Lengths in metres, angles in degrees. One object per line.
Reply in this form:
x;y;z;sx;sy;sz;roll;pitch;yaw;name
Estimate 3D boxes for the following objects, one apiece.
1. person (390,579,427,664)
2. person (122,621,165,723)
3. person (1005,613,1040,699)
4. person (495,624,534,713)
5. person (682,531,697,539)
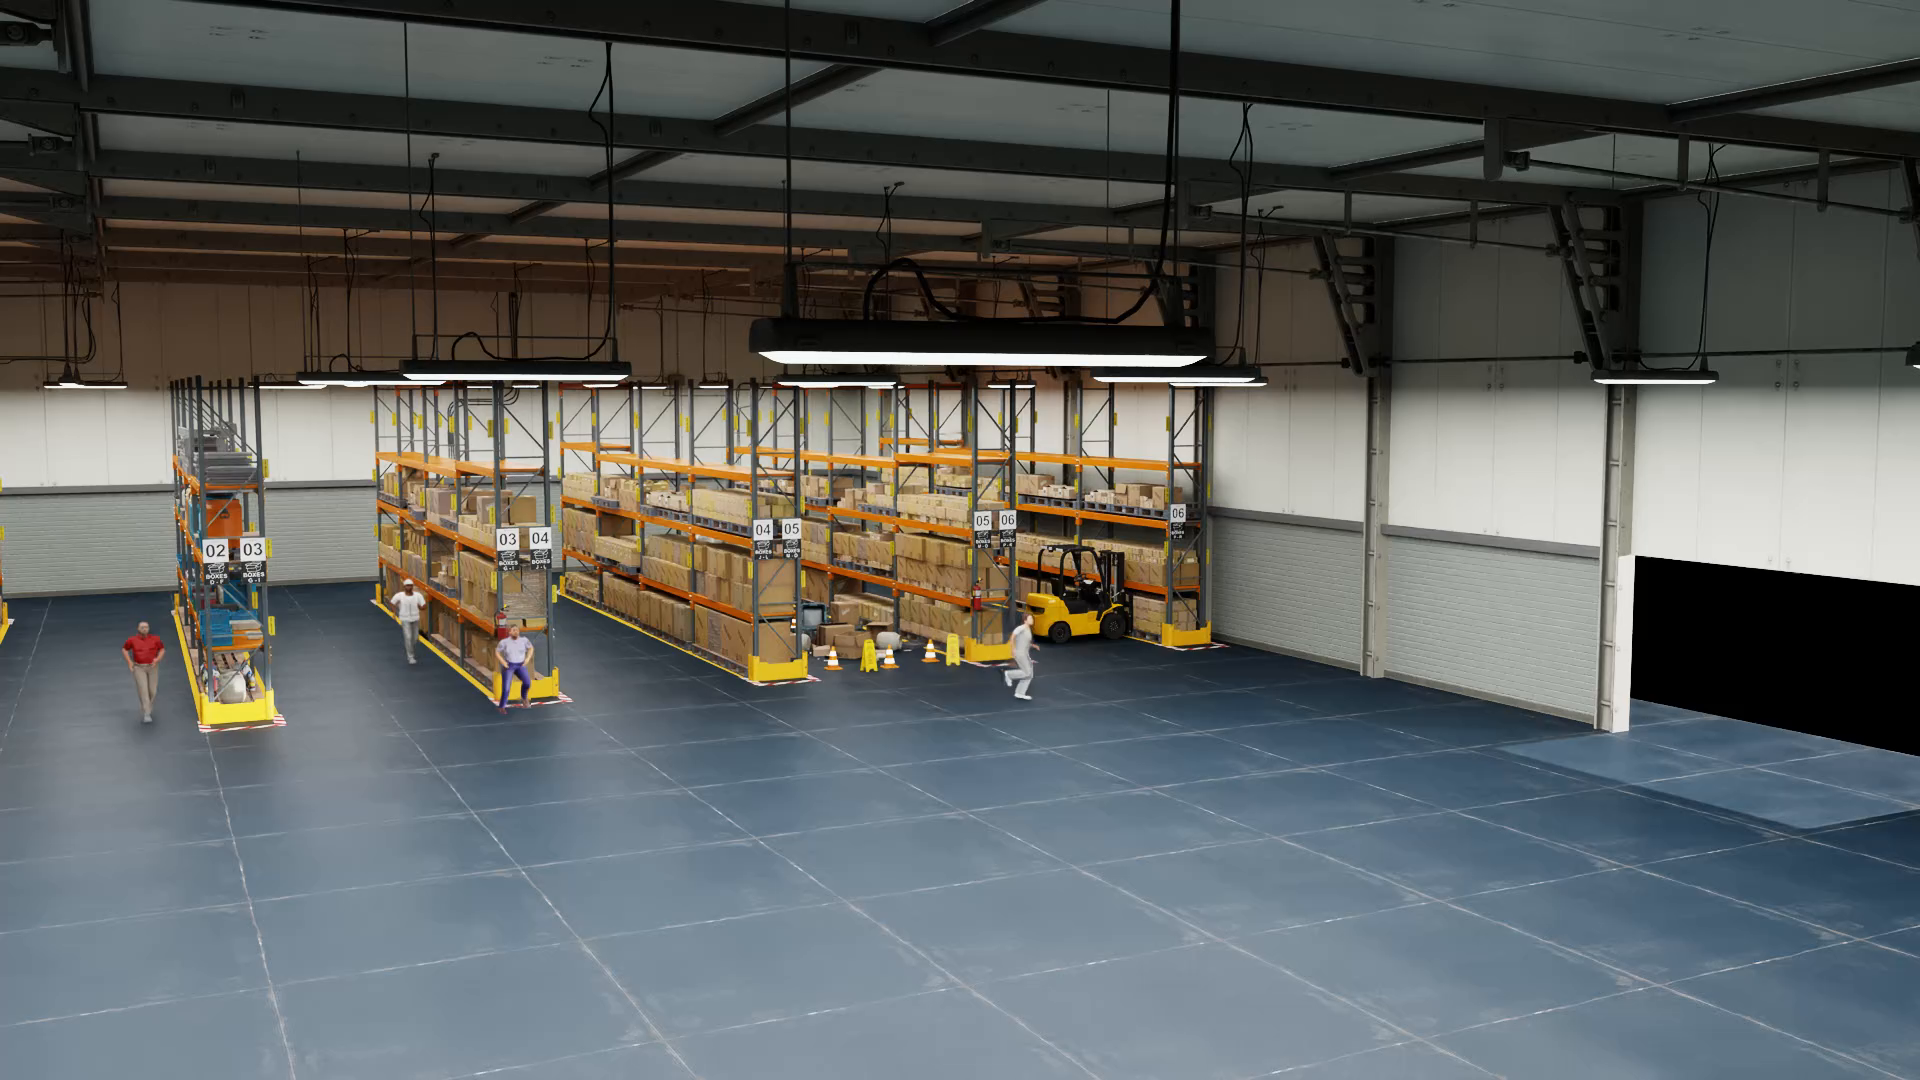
-11.650;1.694;35.201;0.707;1.746;0.984;-3;6;-32;person
-14.289;2.282;29.156;0.666;1.735;0.868;-3;6;-34;person
1.162;2.167;31.145;0.661;1.620;0.600;2;6;26;person
-7.942;2.312;29.765;0.708;1.577;0.573;-3;6;-30;person
-7.928;0.465;50.413;0.968;1.682;0.647;-2;5;-19;person
